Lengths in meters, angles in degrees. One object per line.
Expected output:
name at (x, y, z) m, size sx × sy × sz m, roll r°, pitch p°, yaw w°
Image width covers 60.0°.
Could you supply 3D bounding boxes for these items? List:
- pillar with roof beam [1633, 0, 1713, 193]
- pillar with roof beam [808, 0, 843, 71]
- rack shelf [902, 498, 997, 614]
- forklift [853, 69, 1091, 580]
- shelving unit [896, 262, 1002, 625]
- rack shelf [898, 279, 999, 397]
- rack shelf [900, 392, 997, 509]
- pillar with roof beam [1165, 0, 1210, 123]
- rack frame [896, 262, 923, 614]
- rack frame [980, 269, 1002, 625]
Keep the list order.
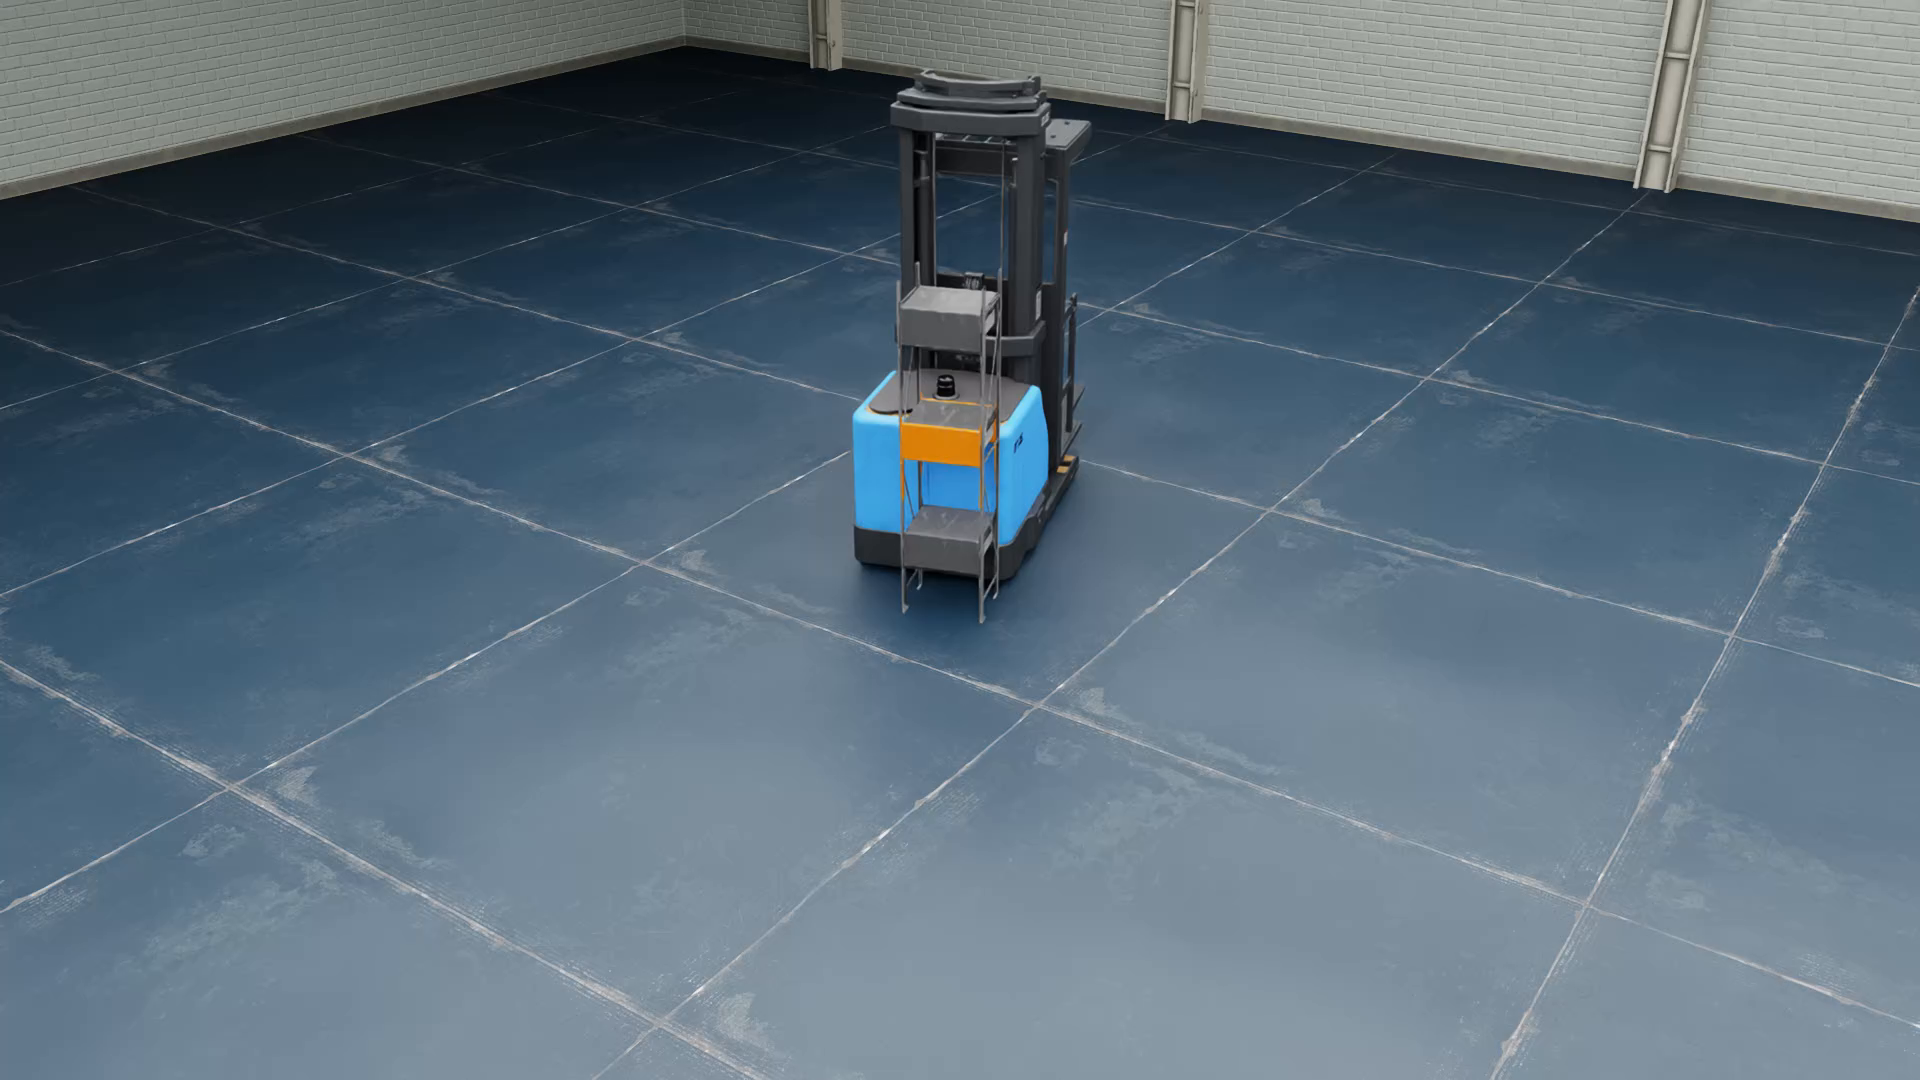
pillar with roof beam at (5.454, -6.409, 13.697) m, size 0.400 × 9.000 × 9.100 m, roll 17°, pitch 32°, yaw 30°
pillar with roof beam at (-4.437, -9.491, 19.752) m, size 0.400 × 9.000 × 9.100 m, roll 17°, pitch 32°, yaw 30°
rack shelf at (-0.057, 0.094, 10.099) m, size 0.480 × 0.518 × 0.431 m, roll 7°, pitch 28°, yaw 14°
forklift at (0.223, -1.704, 11.142) m, size 1.130 × 2.935 × 3.031 m, roll 7°, pitch 28°, yaw 14°
shelving unit at (-0.057, -0.542, 9.775) m, size 0.503 × 2.100 × 0.431 m, roll 7°, pitch 28°, yaw 14°
rack shelf at (-0.057, -1.154, 9.464) m, size 0.480 × 0.518 × 0.431 m, roll 7°, pitch 28°, yaw 14°
rack shelf at (-0.057, -0.530, 9.781) m, size 0.480 × 0.518 × 0.431 m, roll 7°, pitch 28°, yaw 14°
pillar with roof beam at (0.508, -7.950, 16.724) m, size 0.400 × 9.000 × 9.100 m, roll 17°, pitch 32°, yaw 30°
rack frame at (-0.293, -0.572, 9.832) m, size 0.015 × 2.100 × 0.400 m, roll 7°, pitch 28°, yaw 14°
rack frame at (0.178, -0.513, 9.718) m, size 0.015 × 2.100 × 0.400 m, roll 7°, pitch 28°, yaw 14°
